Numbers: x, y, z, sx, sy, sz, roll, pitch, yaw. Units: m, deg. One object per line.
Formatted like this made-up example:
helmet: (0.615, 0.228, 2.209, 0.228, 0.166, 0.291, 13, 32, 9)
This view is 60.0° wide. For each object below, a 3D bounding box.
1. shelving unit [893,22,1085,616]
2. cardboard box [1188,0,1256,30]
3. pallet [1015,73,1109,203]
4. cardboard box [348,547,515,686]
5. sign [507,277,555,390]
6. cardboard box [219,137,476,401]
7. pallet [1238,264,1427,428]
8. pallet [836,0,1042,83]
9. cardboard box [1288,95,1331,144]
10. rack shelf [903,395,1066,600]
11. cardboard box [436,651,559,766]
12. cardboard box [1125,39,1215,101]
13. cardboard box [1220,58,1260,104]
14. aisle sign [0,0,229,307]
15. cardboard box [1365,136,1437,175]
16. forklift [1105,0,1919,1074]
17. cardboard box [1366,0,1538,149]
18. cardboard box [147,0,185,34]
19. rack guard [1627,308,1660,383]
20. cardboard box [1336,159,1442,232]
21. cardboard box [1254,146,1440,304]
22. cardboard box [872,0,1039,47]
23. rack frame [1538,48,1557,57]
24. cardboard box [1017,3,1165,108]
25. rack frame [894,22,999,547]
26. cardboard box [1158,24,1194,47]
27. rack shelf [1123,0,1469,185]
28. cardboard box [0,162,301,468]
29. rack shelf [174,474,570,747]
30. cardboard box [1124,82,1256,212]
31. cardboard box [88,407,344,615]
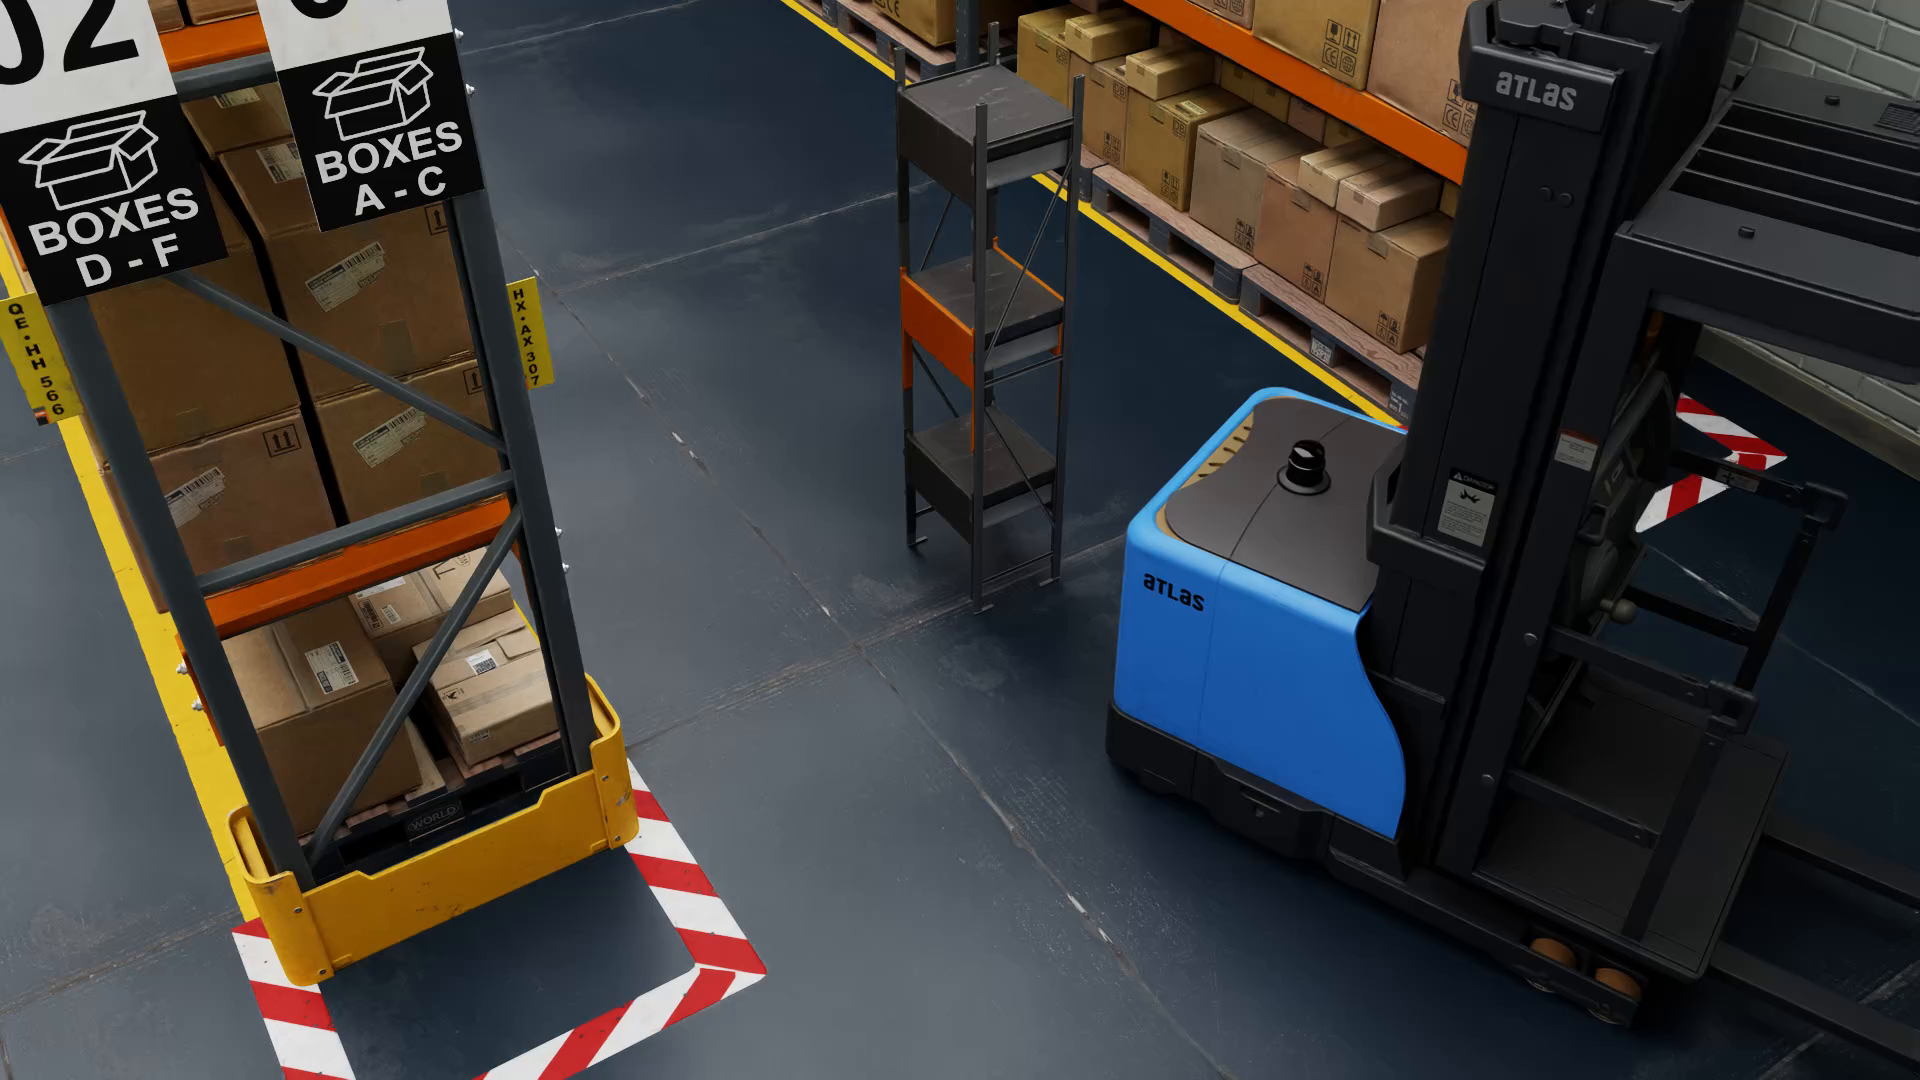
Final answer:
shelving unit: (0.089, -0.717, 5.971, 0.431, 2.100, 0.503, -22, 45, -24)
cardboard box: (1.493, -2.916, 7.671, 0.980, 0.700, 0.700, -24, 46, -26)
pallet: (0.770, -2.375, 9.436, 1.003, 0.211, 1.213, -22, 45, -24)
cardboard box: (-1.918, 0.208, 5.961, 0.500, 0.250, 0.500, -22, 45, -24)
sign: (-1.139, -0.537, 4.375, 0.100, 0.325, 0.005, -22, 45, -24)
cardboard box: (-1.613, -0.771, 4.473, 0.500, 0.500, 0.500, -21, 44, -23)
pallet: (2.082, -1.058, 7.855, 1.003, 0.211, 1.213, -22, 45, -24)
pallet: (-0.051, -3.203, 10.429, 1.003, 0.211, 1.213, -22, 45, -24)
cardboard box: (1.809, -2.065, 8.003, 0.380, 0.149, 0.250, -22, 44, -24)
rack shelf: (0.089, -0.169, 6.427, 0.431, 0.518, 0.480, -22, 45, -24)
cardboard box: (-1.532, 0.564, 5.613, 0.380, 0.149, 0.250, -22, 45, -24)
cardboard box: (1.054, -2.366, 8.364, 0.380, 0.149, 0.250, -23, 45, -26)
cardboard box: (1.535, -2.340, 8.333, 0.380, 0.149, 0.250, -23, 45, -25)
aisle sign: (-1.818, -0.874, 3.425, 0.394, 0.787, 0.004, -22, 45, -24)
cardboard box: (2.080, -1.793, 7.677, 0.380, 0.149, 0.250, -22, 45, -24)
forklift: (2.007, -0.064, 4.537, 3.031, 2.935, 1.130, 24, 45, 26)
cardboard box: (2.296, -2.112, 6.707, 0.980, 0.700, 0.700, -20, 44, -23)
cardboard box: (-2.095, -1.299, 3.740, 0.500, 0.250, 0.500, -22, 45, -24)
rack guard: (2.591, -0.752, 7.262, 1.175, 0.500, 0.348, -22, 45, -24)
cardboard box: (1.895, -1.525, 7.355, 0.380, 0.149, 0.250, -23, 45, -25)
cardboard box: (1.849, -1.539, 7.879, 0.700, 0.500, 0.500, -22, 45, -25)
cardboard box: (-0.032, -3.526, 9.989, 0.750, 0.750, 0.750, -22, 44, -24)
rack frame: (2.578, -1.725, 6.477, 1.000, 3.000, 0.127, -22, 45, -24)
cardboard box: (0.743, -2.646, 9.207, 0.700, 0.500, 0.500, -22, 44, -24)
rack frame: (-0.042, -0.849, 6.129, 0.400, 2.100, 0.015, -22, 45, -24)
cardboard box: (1.260, -2.616, 8.664, 0.380, 0.149, 0.250, -24, 45, -26)
rack shelf: (1.503, -2.528, 8.003, 1.077, 0.370, 4.000, -22, 45, -24)
cardboard box: (-2.067, -0.586, 4.251, 0.500, 0.500, 0.500, -23, 45, -25)
rack shelf: (-2.672, -0.821, 5.954, 1.077, 0.370, 4.000, -22, 45, -24)
cardboard box: (1.285, -2.096, 8.547, 0.700, 0.500, 0.500, -21, 44, -23)
cardboard box: (-2.067, -0.204, 4.574, 0.500, 0.500, 0.500, -21, 44, -23)
